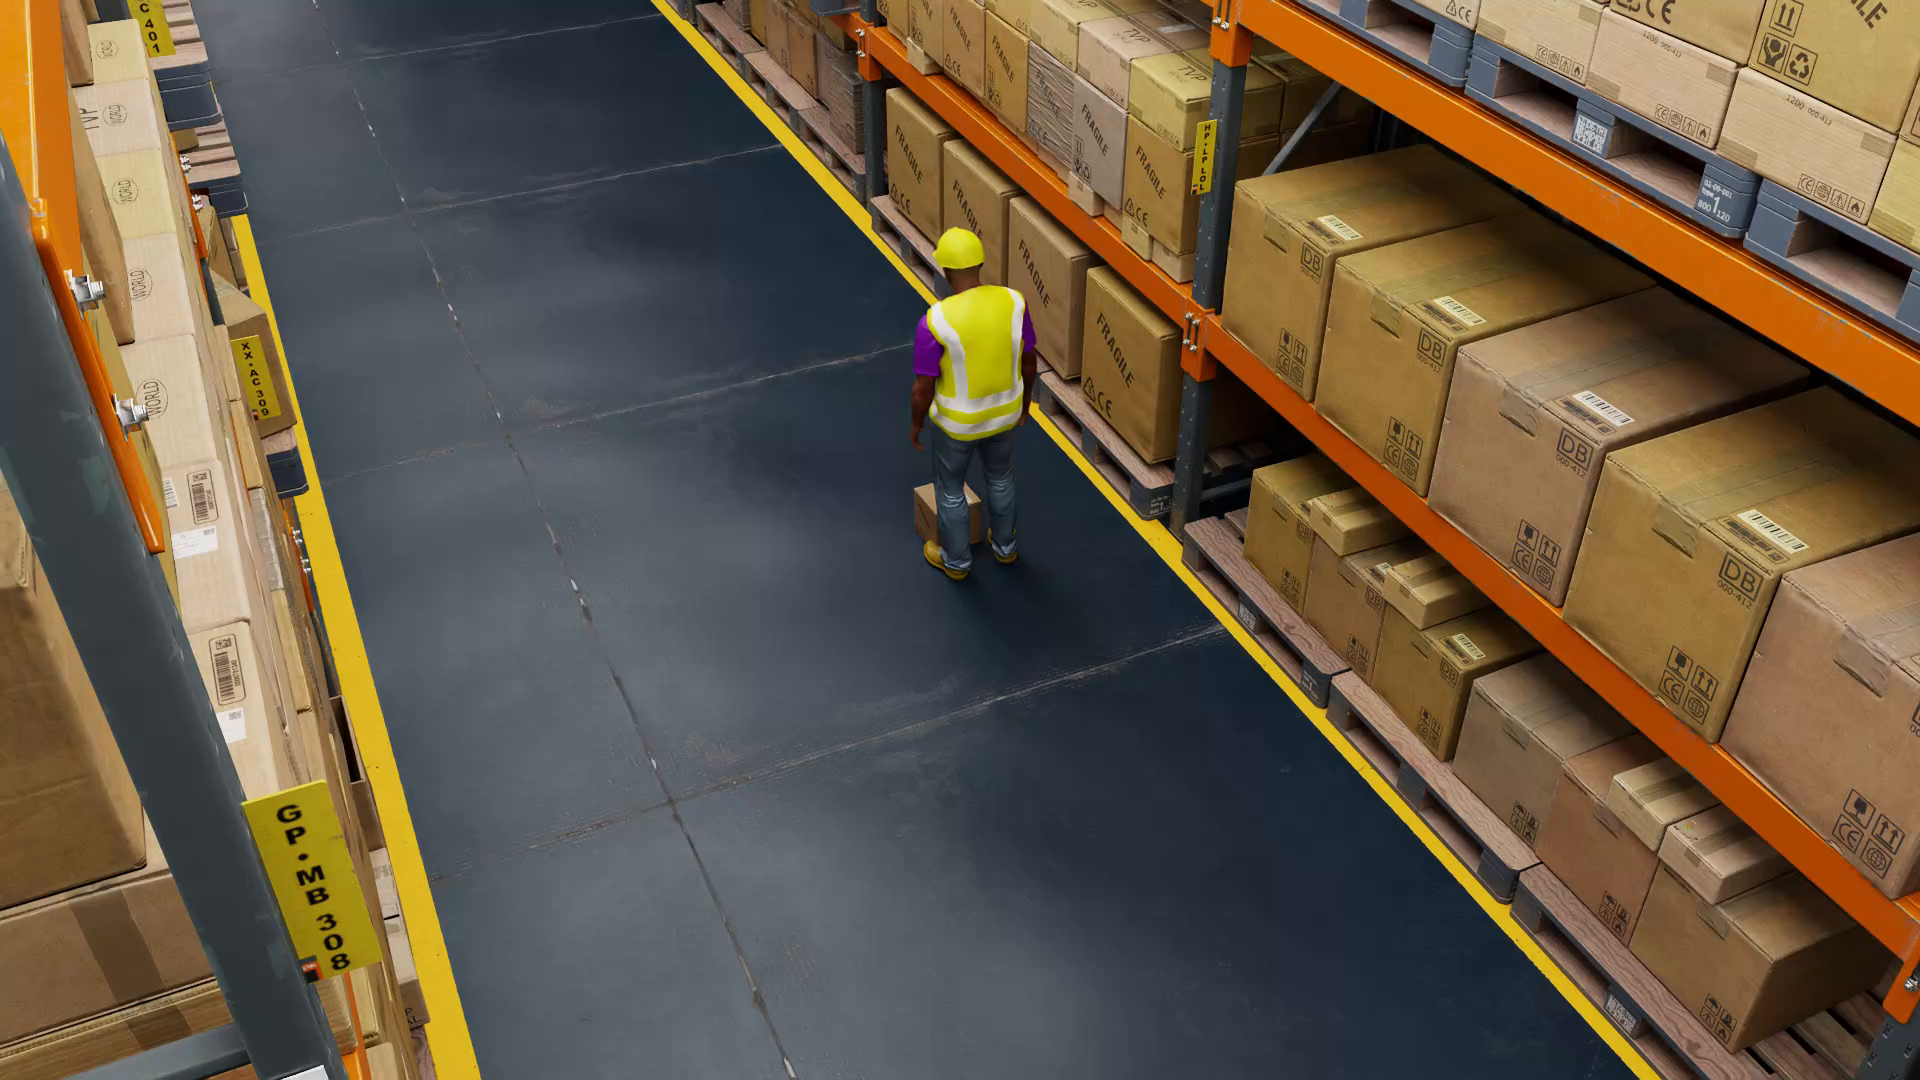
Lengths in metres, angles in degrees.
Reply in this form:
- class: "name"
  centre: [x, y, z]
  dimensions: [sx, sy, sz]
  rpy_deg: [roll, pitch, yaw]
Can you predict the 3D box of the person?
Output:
- class: "person"
  centre: [0.052, -0.603, 7.640]
  dimensions: [0.625, 1.760, 0.459]
  rpy_deg: [-16, 40, -20]
